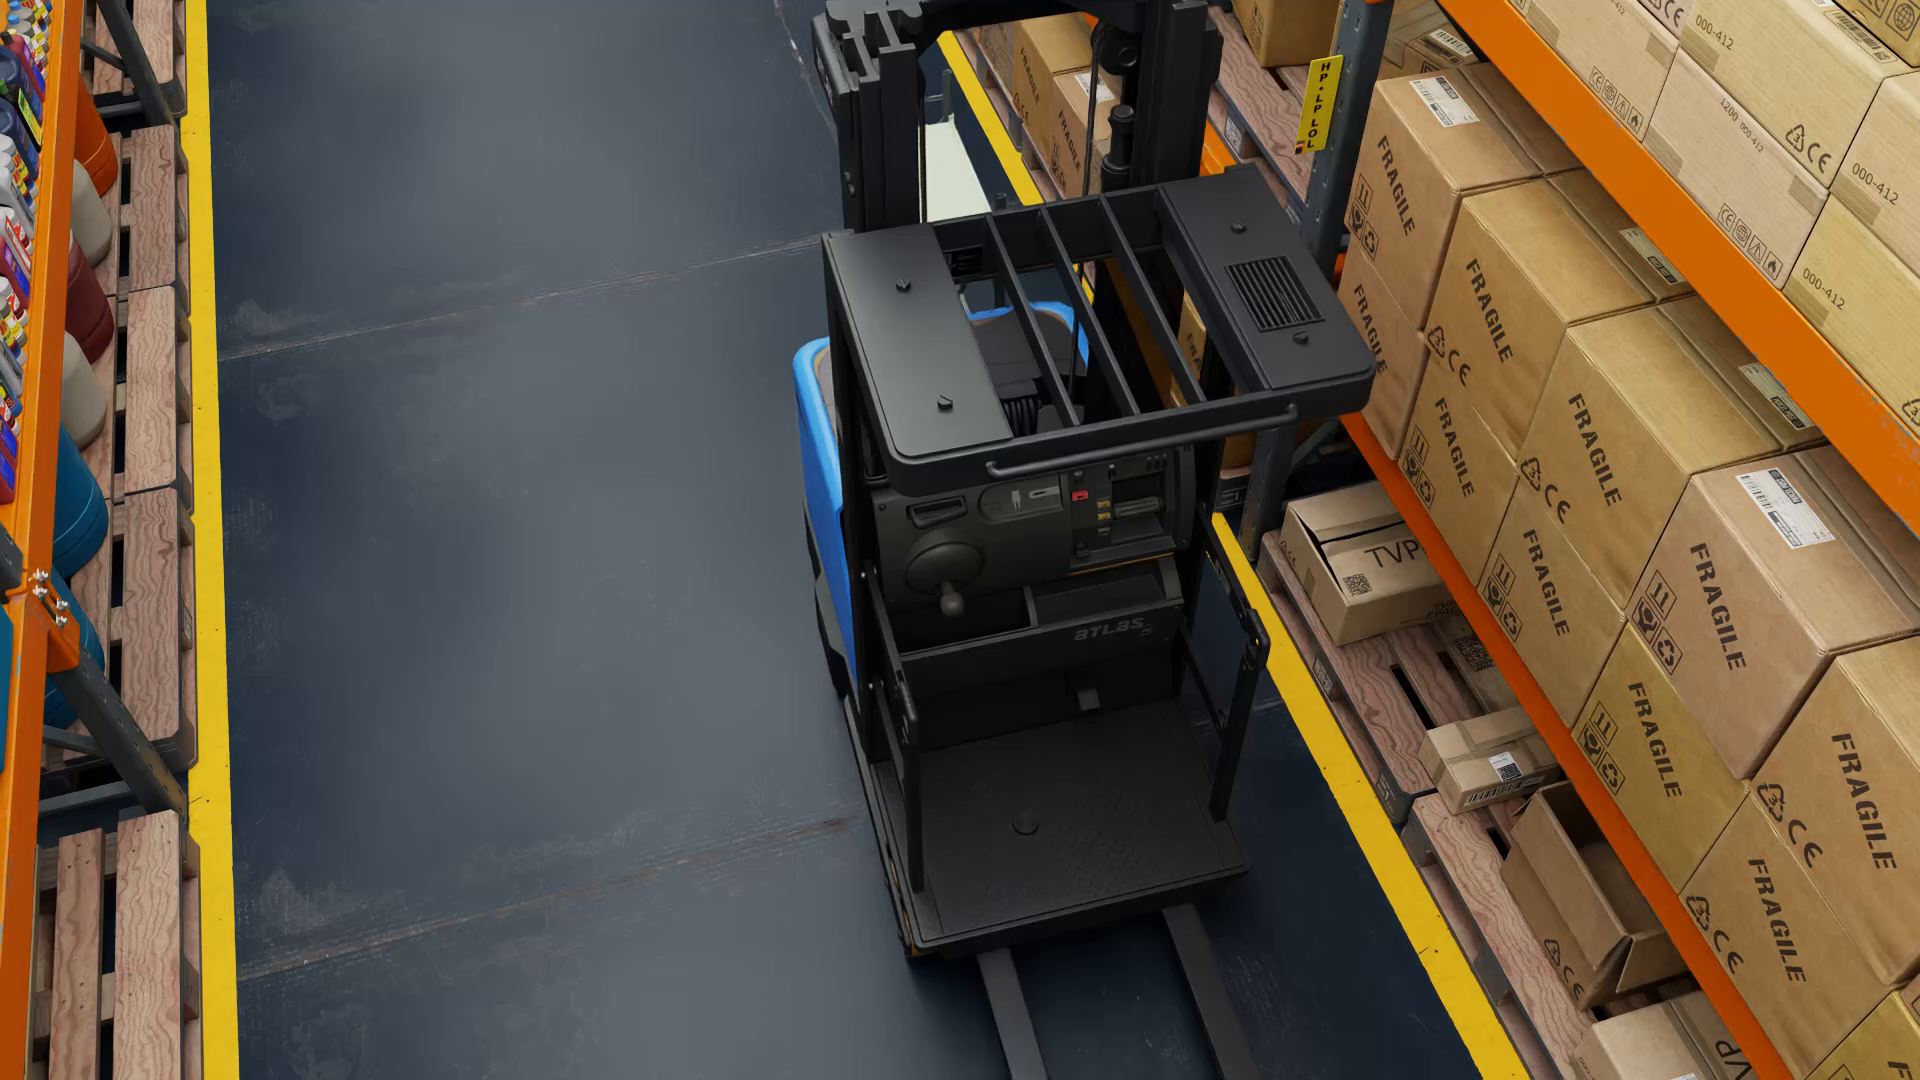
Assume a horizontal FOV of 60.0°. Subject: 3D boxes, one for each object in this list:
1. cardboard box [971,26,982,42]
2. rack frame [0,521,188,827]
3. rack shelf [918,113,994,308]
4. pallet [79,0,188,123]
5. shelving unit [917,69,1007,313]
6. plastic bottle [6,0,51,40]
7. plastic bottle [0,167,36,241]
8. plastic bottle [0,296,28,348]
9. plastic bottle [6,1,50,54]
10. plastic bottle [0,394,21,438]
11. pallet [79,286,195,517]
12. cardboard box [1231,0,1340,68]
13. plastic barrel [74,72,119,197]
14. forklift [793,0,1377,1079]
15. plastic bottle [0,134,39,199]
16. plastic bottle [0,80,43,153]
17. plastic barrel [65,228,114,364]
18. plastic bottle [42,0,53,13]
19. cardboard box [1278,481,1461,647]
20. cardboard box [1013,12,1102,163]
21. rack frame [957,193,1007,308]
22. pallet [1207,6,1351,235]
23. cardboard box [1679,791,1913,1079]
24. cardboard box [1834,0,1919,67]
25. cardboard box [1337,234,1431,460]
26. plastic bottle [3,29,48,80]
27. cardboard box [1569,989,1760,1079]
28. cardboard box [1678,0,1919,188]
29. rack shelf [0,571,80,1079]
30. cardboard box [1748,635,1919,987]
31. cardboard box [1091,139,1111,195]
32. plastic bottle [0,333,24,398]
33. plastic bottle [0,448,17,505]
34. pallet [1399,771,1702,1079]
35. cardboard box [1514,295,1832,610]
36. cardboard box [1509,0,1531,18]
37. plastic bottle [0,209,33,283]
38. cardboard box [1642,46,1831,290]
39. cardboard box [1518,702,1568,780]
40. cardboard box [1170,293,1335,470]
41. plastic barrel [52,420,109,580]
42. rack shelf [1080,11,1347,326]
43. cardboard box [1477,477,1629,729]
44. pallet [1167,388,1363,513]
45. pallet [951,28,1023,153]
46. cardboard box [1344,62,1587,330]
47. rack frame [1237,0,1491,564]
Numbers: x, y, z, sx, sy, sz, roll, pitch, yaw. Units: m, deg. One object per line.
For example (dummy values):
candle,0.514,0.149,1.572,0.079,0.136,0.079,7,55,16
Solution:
cardboard box,0.263,-2.894,8.365,0.500,0.500,0.500,-11,51,-9
rack frame,-3.149,0.084,4.507,1.000,3.000,0.127,-13,51,-11
rack shelf,-0.133,-1.153,6.020,0.431,0.370,0.720,-11,51,-9
pallet,-4.524,-2.514,8.521,1.003,0.211,1.213,-13,51,-11
shelving unit,-0.133,-0.901,6.319,0.431,1.500,0.755,-11,51,-9
plastic bottle,-3.604,-2.056,6.395,0.097,0.271,0.097,0,50,0
plastic bottle,-3.264,-1.146,5.625,0.152,0.276,0.135,-13,51,-11
plastic bottle,-3.067,-0.706,5.303,0.097,0.201,0.097,0,50,0
plastic bottle,-3.575,-1.962,6.362,0.097,0.201,0.097,0,50,0
plastic bottle,-2.941,-0.394,5.040,0.097,0.201,0.097,0,50,0
pallet,-3.701,-0.483,6.809,1.003,0.211,1.213,-13,51,-11
cardboard box,1.394,-2.086,5.996,0.700,0.500,0.500,-6,50,-5
plastic barrel,-4.171,-1.920,7.341,0.600,0.830,0.708,-13,51,-11
forklift,0.276,0.067,4.566,1.130,2.935,3.031,-11,51,-9
plastic bottle,-3.301,-1.307,5.763,0.097,0.271,0.097,0,50,0
plastic bottle,-3.372,-1.534,5.947,0.061,0.283,0.133,-13,51,-11
plastic barrel,-3.837,-1.018,6.738,0.600,0.588,0.708,-13,51,-11
plastic bottle,-3.662,-2.198,6.515,0.097,0.271,0.097,0,50,0
cardboard box,1.502,0.047,6.009,0.500,0.311,0.500,-13,51,-11
cardboard box,0.567,-2.145,7.734,0.500,0.500,0.500,-14,51,-11
rack frame,-0.040,-0.631,6.090,0.400,1.500,0.023,-11,51,-9
pallet,1.452,-1.580,6.035,1.003,0.211,1.213,-13,51,-11
cardboard box,2.076,0.846,3.799,0.500,0.500,0.500,-13,51,-11
cardboard box,1.931,-1.247,2.948,0.700,0.500,0.500,-13,51,-11
cardboard box,1.475,-0.632,5.045,0.500,0.500,0.500,-12,51,-10
plastic bottle,-3.518,-1.820,6.242,0.097,0.201,0.097,0,50,0
cardboard box,2.119,1.590,4.748,0.500,0.250,0.500,-13,51,-11
cardboard box,1.777,-0.969,3.204,0.500,0.250,0.500,-13,51,-11
rack shelf,-2.557,1.776,3.551,1.077,0.370,4.000,-13,51,-11
cardboard box,2.065,0.524,3.416,0.500,0.500,0.500,-12,51,-10
cardboard box,0.879,-1.394,7.101,0.500,0.500,0.500,-13,51,-11
plastic bottle,-3.030,-0.568,5.138,0.152,0.276,0.135,-13,51,-11
plastic bottle,-2.849,-0.243,4.859,0.061,0.283,0.133,-13,51,-11
pallet,2.151,1.260,5.340,1.003,0.211,1.213,-13,51,-11
cardboard box,1.759,-0.228,4.051,0.500,0.500,0.500,-15,51,-12
cardboard box,1.492,-1.541,4.013,0.500,0.250,0.500,-13,51,-11
plastic bottle,-3.195,-0.977,5.482,0.152,0.276,0.135,-13,51,-11
cardboard box,1.782,-0.809,3.396,0.500,0.250,0.500,-13,51,-11
cardboard box,2.246,0.591,5.550,0.500,0.311,0.500,-13,51,-11
cardboard box,1.165,-0.665,6.486,0.500,0.500,0.500,-14,51,-11
plastic barrel,-3.503,-0.294,5.923,0.600,0.901,0.708,-13,51,-11
rack shelf,0.993,-2.262,6.956,1.077,0.370,4.000,-13,51,-11
cardboard box,1.775,0.107,4.422,0.500,0.500,0.500,-14,51,-11
pallet,1.308,-0.720,7.009,1.003,0.211,1.213,-13,51,-11
pallet,0.586,-2.502,8.511,1.003,0.211,1.213,-13,51,-11
cardboard box,1.455,-0.980,4.685,0.500,0.500,0.500,-12,51,-10
rack frame,1.584,-1.033,5.449,1.000,3.000,0.127,-13,51,-11
